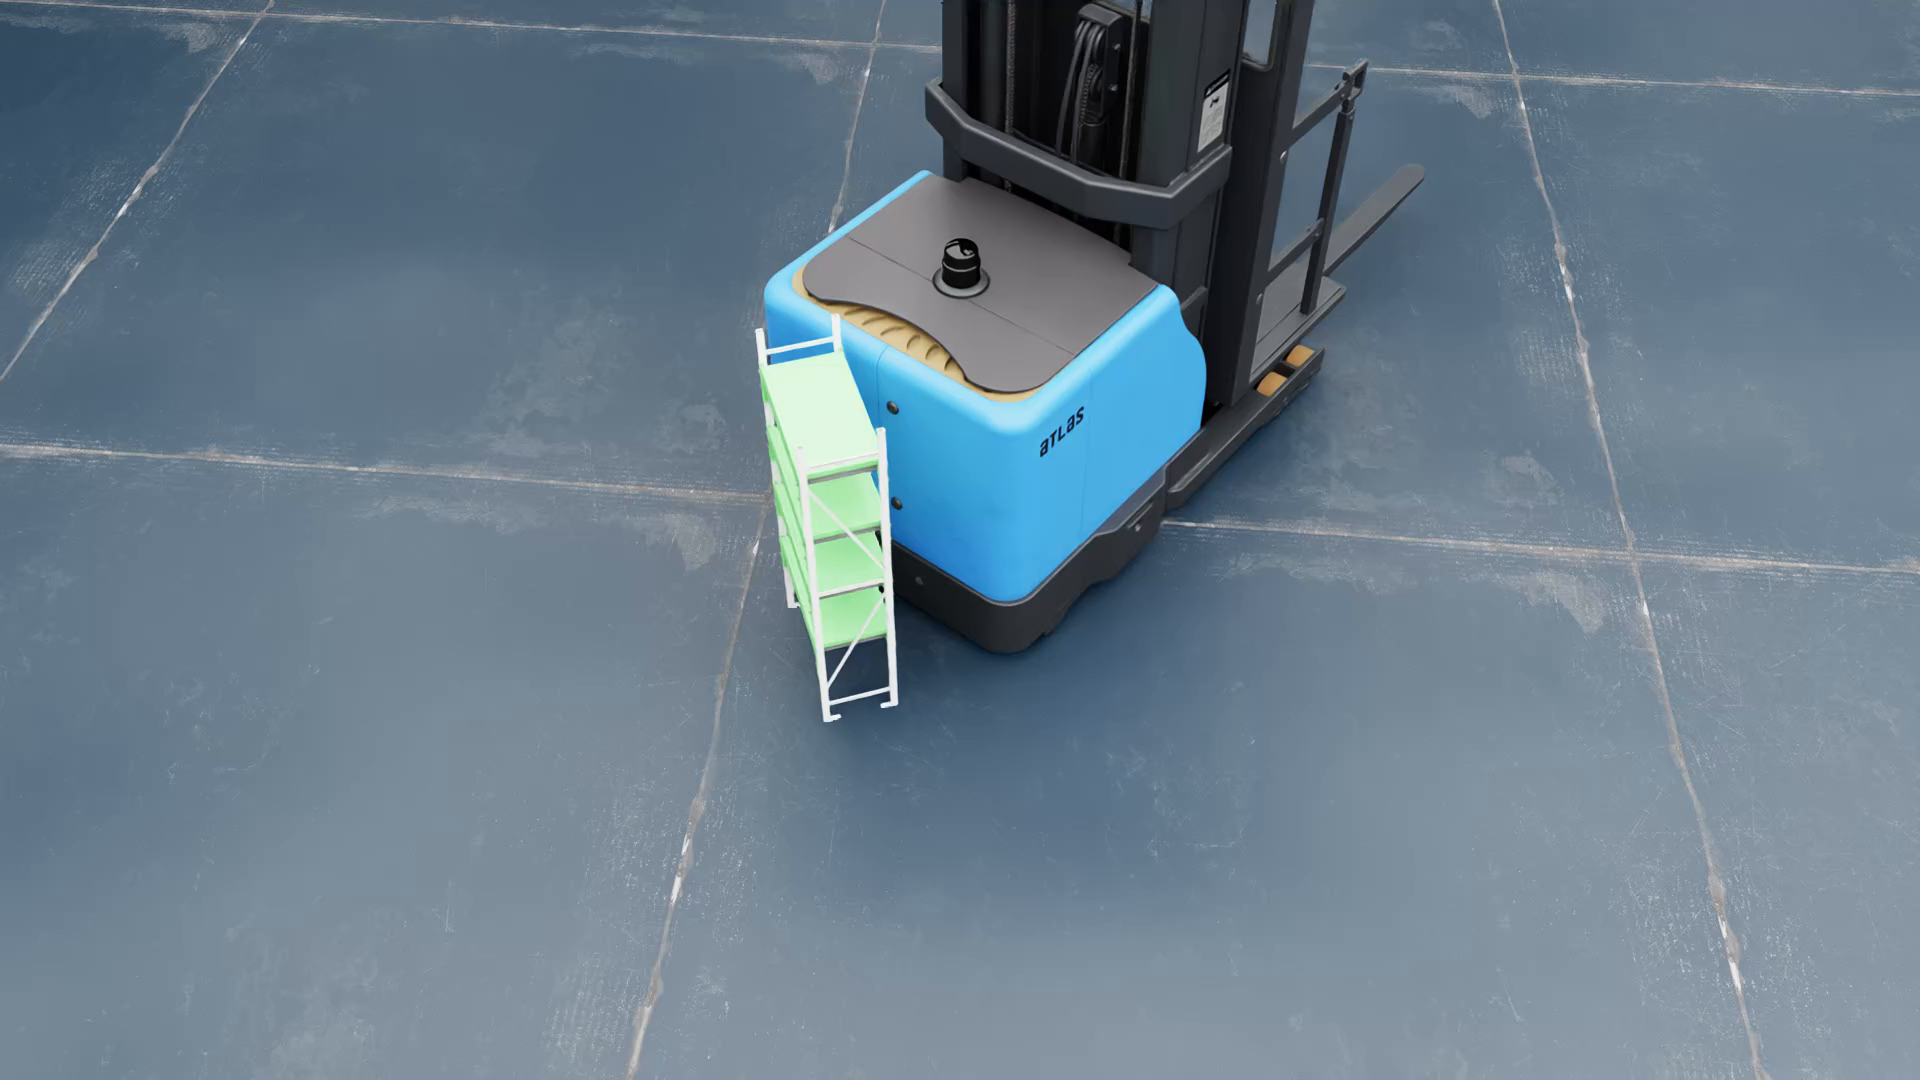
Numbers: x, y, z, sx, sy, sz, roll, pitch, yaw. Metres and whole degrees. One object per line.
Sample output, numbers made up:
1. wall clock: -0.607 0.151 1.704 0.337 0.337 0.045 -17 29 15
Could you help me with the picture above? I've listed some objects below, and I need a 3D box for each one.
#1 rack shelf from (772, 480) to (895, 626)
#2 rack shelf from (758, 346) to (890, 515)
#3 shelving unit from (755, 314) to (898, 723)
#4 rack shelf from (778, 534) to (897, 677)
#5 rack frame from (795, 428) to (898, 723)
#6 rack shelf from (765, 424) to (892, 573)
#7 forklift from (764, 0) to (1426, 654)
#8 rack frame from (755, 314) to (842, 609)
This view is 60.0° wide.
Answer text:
1. rack shelf: -0.386 0.010 5.015 0.258 0.148 0.480 -13 49 -11
2. rack shelf: -0.386 -0.314 4.660 0.258 0.148 0.480 -13 49 -11
3. shelving unit: -0.386 -0.033 4.967 0.258 1.200 0.503 -13 49 -11
4. rack shelf: -0.386 0.172 5.192 0.258 0.148 0.480 -13 49 -11
5. rack frame: -0.314 0.139 4.810 0.240 1.200 0.015 -13 49 -11
6. rack shelf: -0.386 -0.152 4.838 0.258 0.148 0.480 -13 49 -11
7. forklift: 0.708 -1.655 5.278 1.130 2.935 3.031 31 55 25
8. rack frame: -0.457 -0.206 5.125 0.240 1.200 0.015 -13 49 -11
